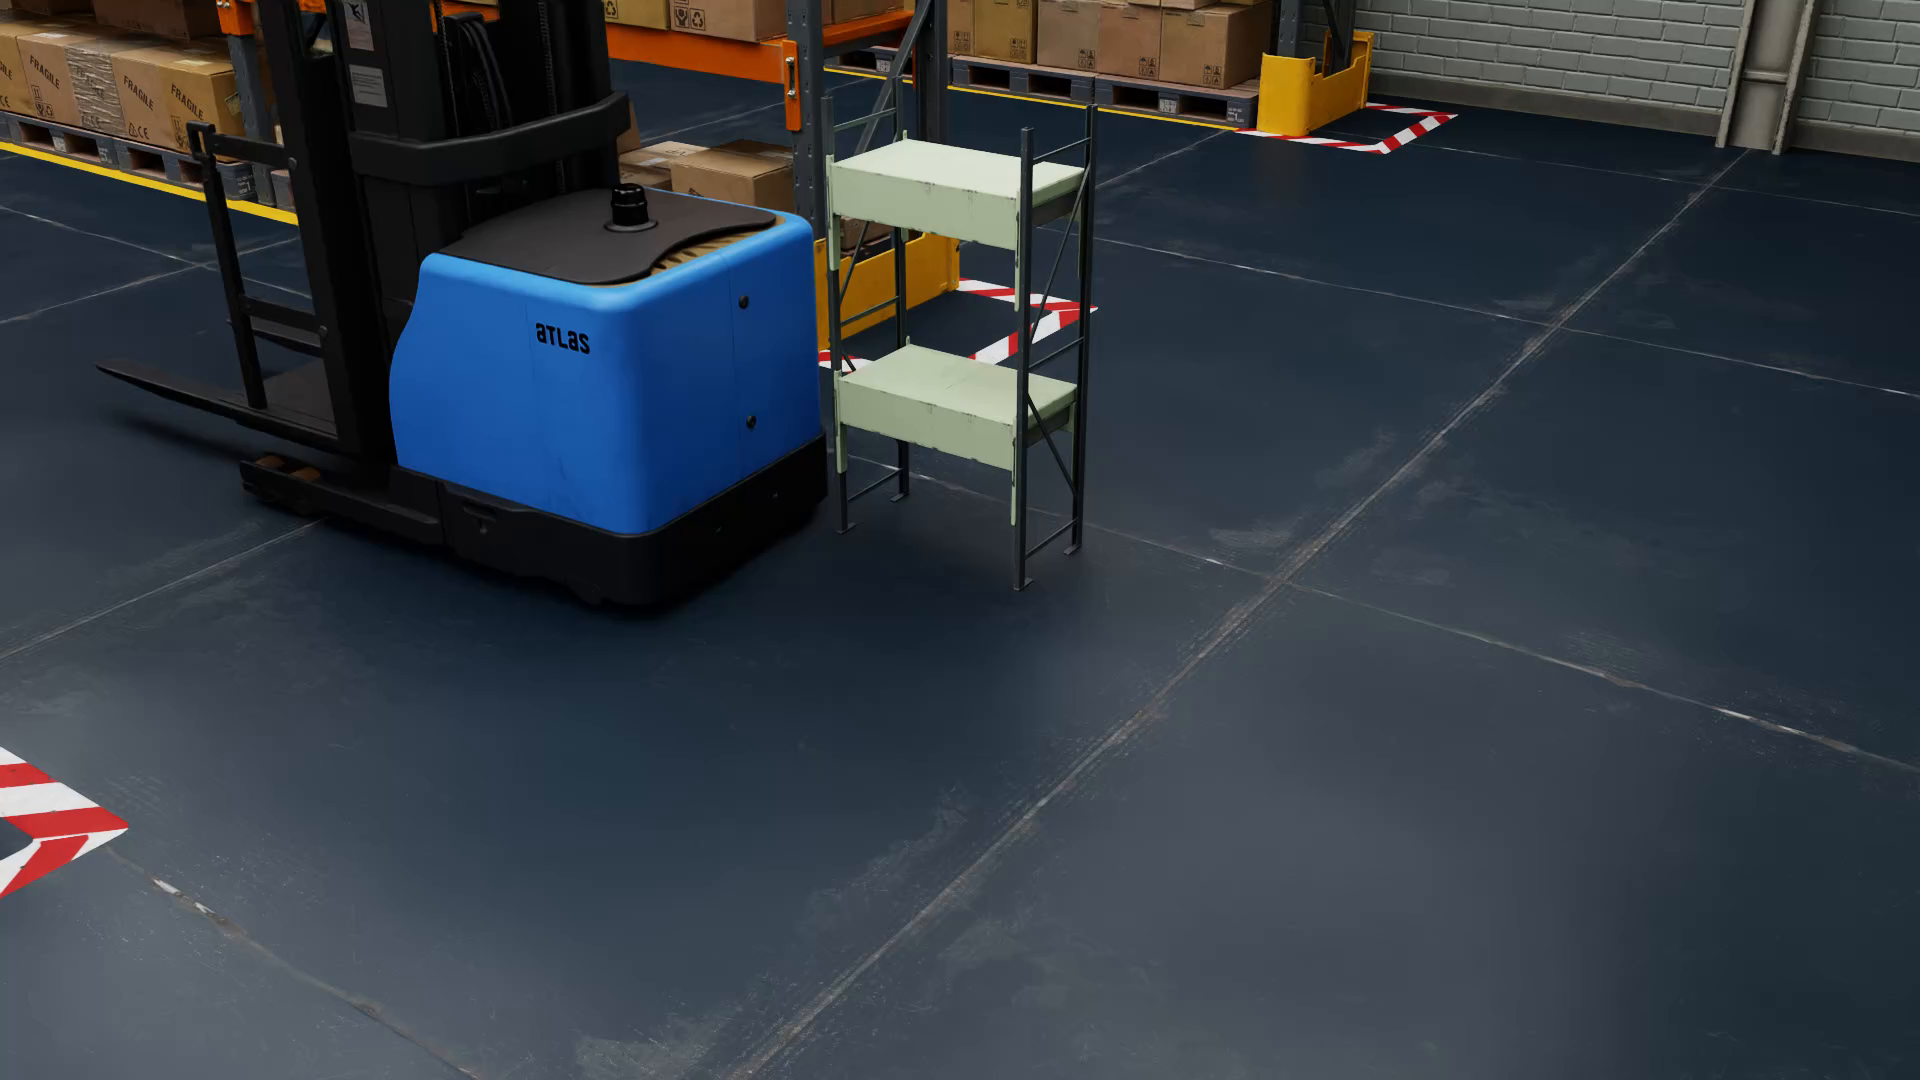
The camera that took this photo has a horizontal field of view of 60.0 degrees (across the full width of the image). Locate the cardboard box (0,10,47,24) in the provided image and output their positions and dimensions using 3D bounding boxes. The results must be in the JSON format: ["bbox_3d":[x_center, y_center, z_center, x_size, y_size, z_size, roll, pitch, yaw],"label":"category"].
[{"bbox_3d":[-6.333,-3.184,10.971,0.500,0.500,0.500,16,31,29],"label":"cardboard box"}]

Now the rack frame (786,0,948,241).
[{"bbox_3d":[-0.387,-2.404,7.167,0.127,3.000,1.000,17,32,30],"label":"rack frame"}]

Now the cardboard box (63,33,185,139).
[{"bbox_3d":[-5.069,-2.792,10.200,0.500,0.500,0.500,18,32,31],"label":"cardboard box"}]

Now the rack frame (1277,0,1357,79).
[{"bbox_3d":[2.414,-4.257,10.808,0.127,3.000,1.000,17,32,30],"label":"rack frame"}]

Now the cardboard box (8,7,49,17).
[{"bbox_3d":[-6.078,-3.388,11.371,0.500,0.500,0.500,19,32,32],"label":"cardboard box"}]

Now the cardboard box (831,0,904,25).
[{"bbox_3d":[-0.604,-2.661,7.562,0.500,0.500,0.500,18,32,31],"label":"cardboard box"}]

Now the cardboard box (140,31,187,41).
[{"bbox_3d":[-4.799,-2.993,10.594,0.500,0.500,0.500,18,32,31],"label":"cardboard box"}]

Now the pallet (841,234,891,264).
[{"bbox_3d":[-1.107,-1.385,8.239,1.213,0.211,1.003,17,32,30],"label":"pallet"}]

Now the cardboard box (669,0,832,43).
[{"bbox_3d":[-0.910,-2.462,7.170,0.500,0.500,0.500,18,32,32],"label":"cardboard box"}]

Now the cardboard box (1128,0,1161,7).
[{"bbox_3d":[1.361,-3.792,11.472,0.250,0.149,0.380,18,32,32],"label":"cardboard box"}]

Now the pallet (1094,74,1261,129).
[{"bbox_3d":[1.711,-3.190,11.786,1.213,0.211,1.003,17,32,30],"label":"pallet"}]

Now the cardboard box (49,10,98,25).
[{"bbox_3d":[-5.651,-3.255,11.110,0.500,0.500,0.500,16,31,29],"label":"cardboard box"}]

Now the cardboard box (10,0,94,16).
[{"bbox_3d":[-6.029,-3.709,11.176,0.500,0.250,0.500,19,32,32],"label":"cardboard box"}]

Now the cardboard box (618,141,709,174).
[{"bbox_3d":[-1.499,-1.877,8.678,0.500,0.250,0.500,17,32,30],"label":"cardboard box"}]

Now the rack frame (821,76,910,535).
[{"bbox_3d":[-0.307,-0.764,5.598,0.023,1.500,0.400,17,32,30],"label":"rack frame"}]

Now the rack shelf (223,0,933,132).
[{"bbox_3d":[-2.036,-2.597,8.339,4.000,0.370,1.077,17,32,30],"label":"rack shelf"}]

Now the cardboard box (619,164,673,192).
[{"bbox_3d":[-1.741,-1.678,8.286,0.500,0.250,0.500,17,32,30],"label":"cardboard box"}]

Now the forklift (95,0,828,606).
[{"bbox_3d":[-1.994,-1.582,5.628,3.031,2.935,1.130,16,31,28],"label":"forklift"}]

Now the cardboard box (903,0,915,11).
[{"bbox_3d":[-0.324,-4.127,12.845,0.500,0.500,0.700,18,32,31],"label":"cardboard box"}]

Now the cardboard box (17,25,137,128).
[{"bbox_3d":[-5.490,-2.922,10.455,0.500,0.500,0.500,16,31,29],"label":"cardboard box"}]

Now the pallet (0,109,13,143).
[{"bbox_3d":[-6.387,-3.010,11.432,1.213,0.211,1.003,17,32,30],"label":"pallet"}]

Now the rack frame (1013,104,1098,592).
[{"bbox_3d":[0.296,-0.576,5.229,0.023,1.500,0.400,17,32,30],"label":"rack frame"}]

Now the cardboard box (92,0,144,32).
[{"bbox_3d":[-5.183,-3.448,10.663,0.500,0.250,0.500,17,31,29],"label":"cardboard box"}]

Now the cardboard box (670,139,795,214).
[{"bbox_3d":[-0.975,-1.534,7.728,0.500,0.500,0.500,17,32,30],"label":"cardboard box"}]

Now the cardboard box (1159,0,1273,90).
[{"bbox_3d":[1.781,-3.473,11.559,0.500,0.500,0.700,17,32,30],"label":"cardboard box"}]

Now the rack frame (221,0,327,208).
[{"bbox_3d":[-3.684,-3.431,9.185,0.127,3.000,1.000,17,32,30],"label":"rack frame"}]

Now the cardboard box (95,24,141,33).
[{"bbox_3d":[-5.215,-3.123,10.850,0.500,0.500,0.500,16,31,28],"label":"cardboard box"}]

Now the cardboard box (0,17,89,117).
[{"bbox_3d":[-5.923,-3.054,10.714,0.500,0.500,0.500,17,31,30],"label":"cardboard box"}]

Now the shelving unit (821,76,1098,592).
[{"bbox_3d":[-0.006,-0.670,5.413,0.755,1.500,0.431,17,32,30],"label":"shelving unit"}]

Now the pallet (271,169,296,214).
[{"bbox_3d":[-3.119,-2.012,9.471,1.213,0.211,1.003,17,32,30],"label":"pallet"}]

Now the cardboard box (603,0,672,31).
[{"bbox_3d":[-1.340,-2.594,7.430,0.500,0.500,0.500,18,32,31],"label":"cardboard box"}]

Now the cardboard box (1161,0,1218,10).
[{"bbox_3d":[1.572,-3.727,11.343,0.250,0.149,0.380,17,31,30],"label":"cardboard box"}]

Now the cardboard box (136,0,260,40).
[{"bbox_3d":[-4.769,-3.320,10.410,0.500,0.250,0.500,17,32,30],"label":"cardboard box"}]

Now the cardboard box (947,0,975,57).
[{"bbox_3d":[0.088,-3.997,12.589,0.500,0.500,0.700,17,32,30],"label":"cardboard box"}]

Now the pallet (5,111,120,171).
[{"bbox_3d":[-5.386,-2.696,10.816,1.213,0.211,1.003,17,32,30],"label":"pallet"}]

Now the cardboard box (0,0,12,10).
[{"bbox_3d":[-7.247,-3.914,12.085,0.500,0.311,0.500,19,32,32],"label":"cardboard box"}]

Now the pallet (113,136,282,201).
[{"bbox_3d":[-4.376,-2.383,10.200,1.213,0.211,1.003,17,32,30],"label":"pallet"}]

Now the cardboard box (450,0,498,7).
[{"bbox_3d":[-2.163,-2.854,7.940,0.500,0.500,0.500,17,31,30],"label":"cardboard box"}]

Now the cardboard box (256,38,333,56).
[{"bbox_3d":[-3.945,-2.729,10.076,0.500,0.500,0.500,16,31,28],"label":"cardboard box"}]

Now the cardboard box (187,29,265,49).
[{"bbox_3d":[-4.391,-2.862,10.337,0.500,0.500,0.500,18,32,31],"label":"cardboard box"}]

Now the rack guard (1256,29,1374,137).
[{"bbox_3d":[2.434,-3.137,11.363,0.348,0.500,1.175,17,32,30],"label":"rack guard"}]

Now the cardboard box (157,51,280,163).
[{"bbox_3d":[-4.253,-2.533,9.691,0.500,0.500,0.500,17,32,30],"label":"cardboard box"}]

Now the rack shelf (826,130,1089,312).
[{"bbox_3d":[-0.006,-1.018,5.236,0.720,0.370,0.431,17,32,30],"label":"rack shelf"}]

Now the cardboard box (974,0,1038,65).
[{"bbox_3d":[0.510,-3.864,12.329,0.500,0.500,0.700,18,32,31],"label":"cardboard box"}]

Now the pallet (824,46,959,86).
[{"bbox_3d":[-0.300,-3.817,13.018,1.213,0.211,1.003,17,32,30],"label":"pallet"}]

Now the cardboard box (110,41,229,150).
[{"bbox_3d":[-4.656,-2.663,9.947,0.500,0.500,0.500,17,32,30],"label":"cardboard box"}]

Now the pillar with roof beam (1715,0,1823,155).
[{"bbox_3d":[2.692,-4.951,5.558,0.400,9.000,9.100,17,32,30],"label":"pillar with roof beam"}]

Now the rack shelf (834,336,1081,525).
[{"bbox_3d":[-0.006,-0.380,5.561,0.720,0.370,0.431,17,32,30],"label":"rack shelf"}]

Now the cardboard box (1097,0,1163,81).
[{"bbox_3d":[1.368,-3.601,11.812,0.500,0.500,0.700,17,32,30],"label":"cardboard box"}]

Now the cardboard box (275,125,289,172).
[{"bbox_3d":[-3.461,-2.240,9.325,0.500,0.311,0.500,17,32,30],"label":"cardboard box"}]

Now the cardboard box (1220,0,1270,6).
[{"bbox_3d":[1.997,-3.804,11.496,0.250,0.149,0.380,18,32,31],"label":"cardboard box"}]

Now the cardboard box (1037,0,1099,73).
[{"bbox_3d":[0.953,-3.730,12.065,0.500,0.500,0.700,16,31,29],"label":"cardboard box"}]

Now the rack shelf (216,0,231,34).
[{"bbox_3d":[-5.333,-3.624,10.358,4.000,0.370,1.077,17,32,30],"label":"rack shelf"}]

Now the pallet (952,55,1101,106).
[{"bbox_3d":[0.710,-3.504,12.403,1.213,0.211,1.003,17,32,30],"label":"pallet"}]

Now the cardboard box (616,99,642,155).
[{"bbox_3d":[-2.133,-2.034,8.708,0.637,0.503,0.797,17,32,30],"label":"cardboard box"}]

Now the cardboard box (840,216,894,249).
[{"bbox_3d":[-0.538,-1.566,8.178,0.250,0.149,0.380,17,32,30],"label":"cardboard box"}]

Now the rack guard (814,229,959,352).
[{"bbox_3d":[-0.450,-1.310,7.772,0.348,0.500,1.175,17,32,30],"label":"rack guard"}]
